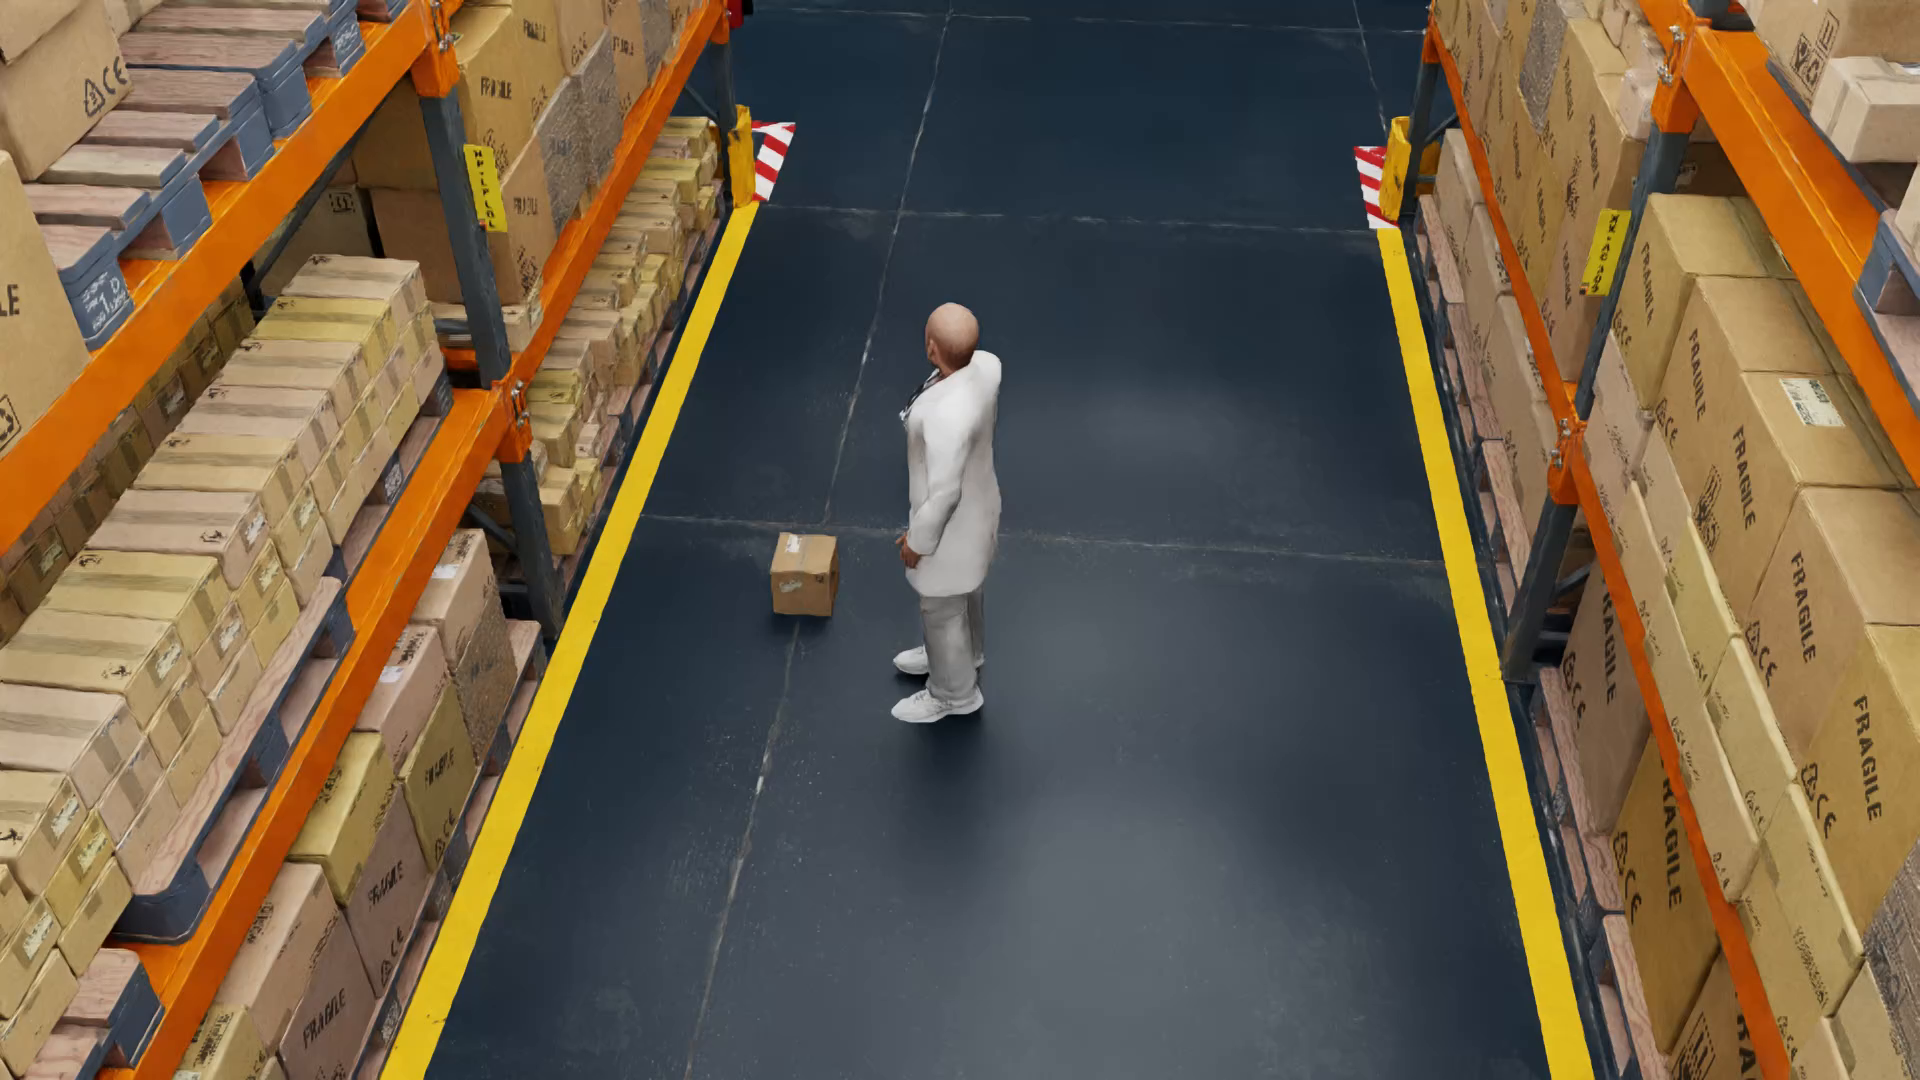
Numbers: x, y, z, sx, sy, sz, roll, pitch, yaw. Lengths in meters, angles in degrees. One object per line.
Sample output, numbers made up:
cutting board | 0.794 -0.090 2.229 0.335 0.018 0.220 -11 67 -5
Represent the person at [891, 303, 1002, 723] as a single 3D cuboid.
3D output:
person | -0.074 -0.098 6.276 0.433 1.826 0.637 12 41 14
